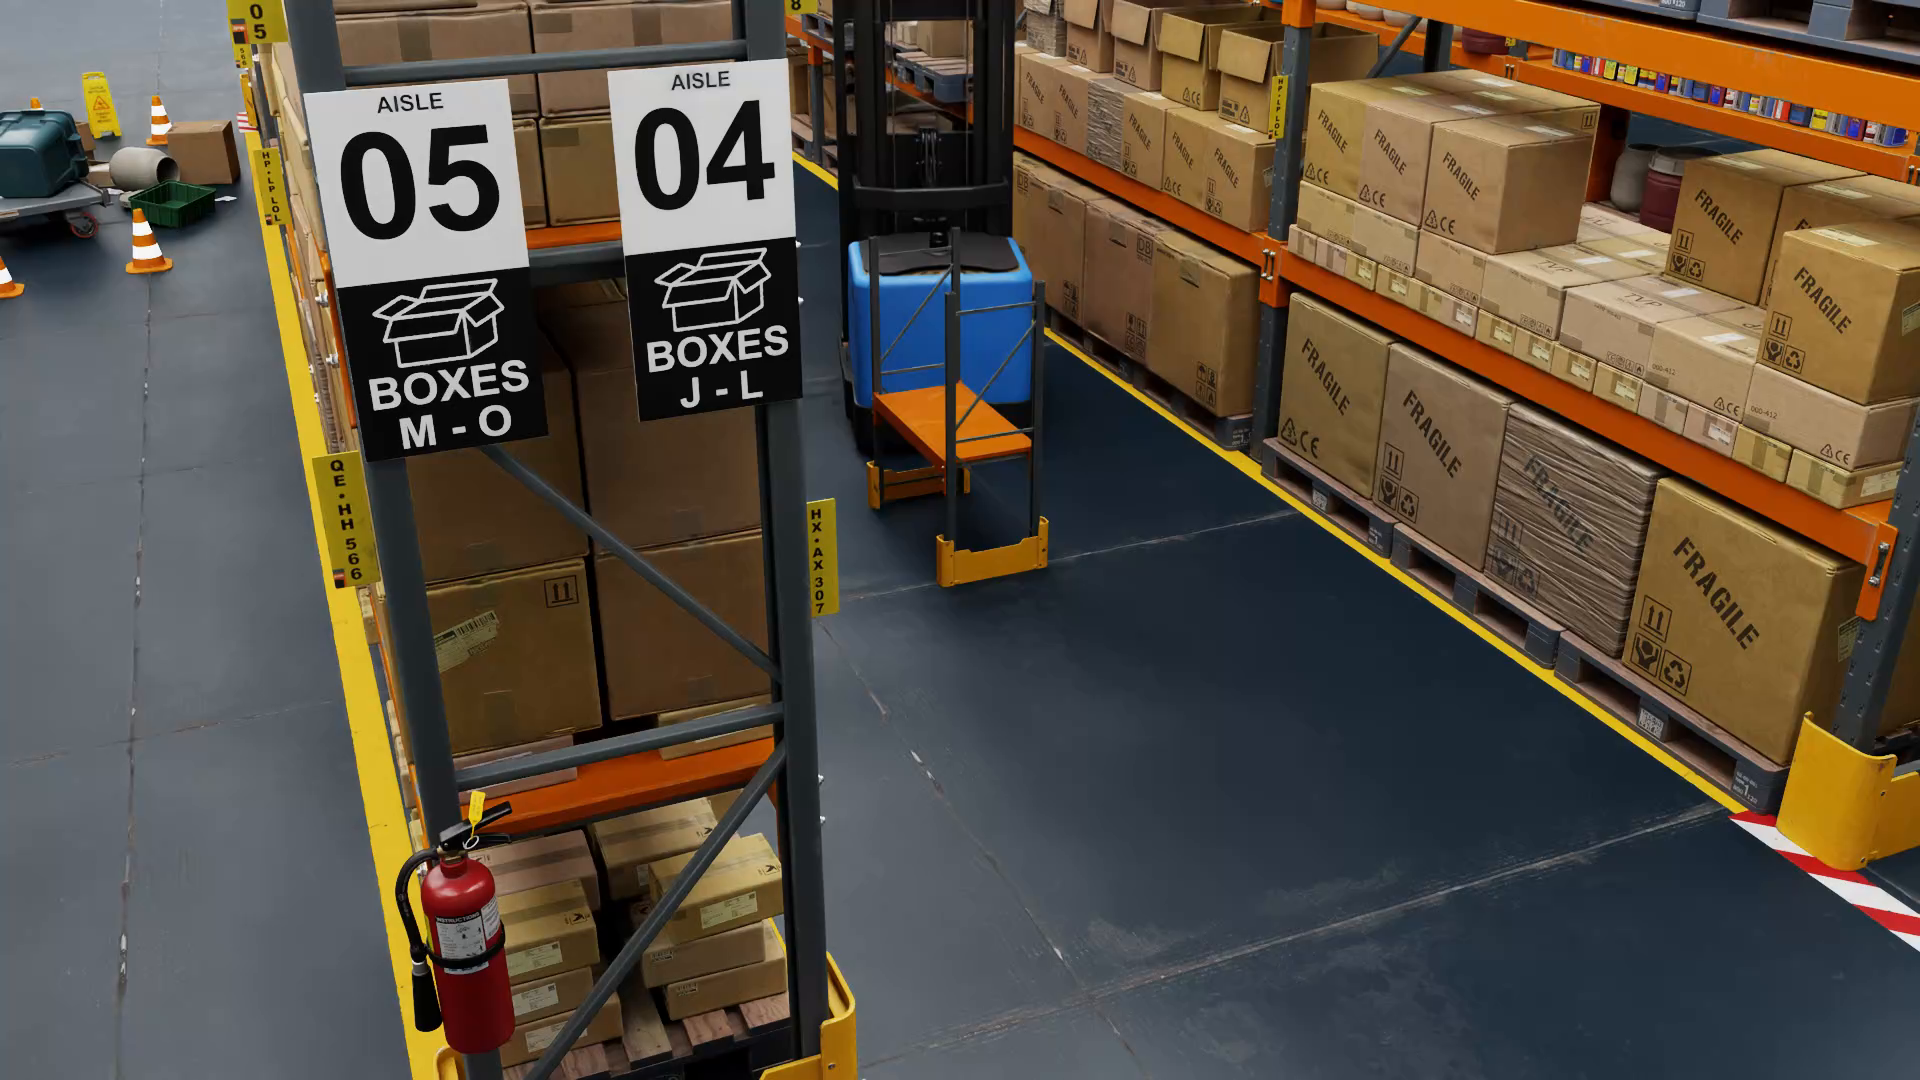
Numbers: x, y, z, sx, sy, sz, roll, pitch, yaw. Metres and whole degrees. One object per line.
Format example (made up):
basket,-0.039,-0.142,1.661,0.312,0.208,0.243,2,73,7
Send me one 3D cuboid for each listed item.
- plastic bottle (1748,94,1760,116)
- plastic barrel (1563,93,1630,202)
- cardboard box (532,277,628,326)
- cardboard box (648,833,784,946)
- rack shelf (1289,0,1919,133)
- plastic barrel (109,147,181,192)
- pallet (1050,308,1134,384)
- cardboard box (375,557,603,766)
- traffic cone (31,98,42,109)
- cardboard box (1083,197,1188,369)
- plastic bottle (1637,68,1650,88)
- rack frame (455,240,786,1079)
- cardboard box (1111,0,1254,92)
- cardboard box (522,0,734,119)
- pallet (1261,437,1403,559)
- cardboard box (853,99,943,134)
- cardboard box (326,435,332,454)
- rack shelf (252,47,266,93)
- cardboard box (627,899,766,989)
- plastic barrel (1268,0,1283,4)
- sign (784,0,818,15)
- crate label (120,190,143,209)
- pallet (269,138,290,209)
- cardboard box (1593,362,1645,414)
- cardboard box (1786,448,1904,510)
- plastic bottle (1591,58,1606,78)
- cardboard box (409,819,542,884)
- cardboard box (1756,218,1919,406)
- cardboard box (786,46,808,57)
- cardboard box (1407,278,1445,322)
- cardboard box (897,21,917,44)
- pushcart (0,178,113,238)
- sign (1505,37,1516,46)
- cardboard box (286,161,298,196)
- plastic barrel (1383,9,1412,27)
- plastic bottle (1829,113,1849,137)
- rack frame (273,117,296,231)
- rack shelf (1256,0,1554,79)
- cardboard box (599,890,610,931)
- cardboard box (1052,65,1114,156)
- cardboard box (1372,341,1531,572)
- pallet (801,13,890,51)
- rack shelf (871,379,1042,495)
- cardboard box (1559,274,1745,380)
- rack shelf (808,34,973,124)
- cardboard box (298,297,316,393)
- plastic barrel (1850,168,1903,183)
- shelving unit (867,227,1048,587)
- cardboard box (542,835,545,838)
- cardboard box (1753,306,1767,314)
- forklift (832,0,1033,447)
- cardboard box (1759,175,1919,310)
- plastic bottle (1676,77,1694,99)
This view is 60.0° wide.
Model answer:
plastic bottle,5.818,-3.207,12.126,0.097,0.201,0.097,0,26,0
plastic barrel,5.375,-3.379,14.247,0.600,0.830,0.708,-11,28,-21
cardboard box,-0.995,-0.526,4.815,0.500,0.500,0.500,-10,28,-19
cardboard box,-0.753,1.087,5.197,0.380,0.149,0.250,-12,28,-23
rack shelf,2.960,-2.112,7.057,1.077,0.370,4.000,-11,28,-21
plastic barrel,-7.415,-3.349,15.127,0.512,0.421,0.421,8,27,15
pallet,1.324,-1.433,11.445,1.003,0.211,1.213,-11,28,-21
cardboard box,-1.273,0.216,4.436,0.500,0.500,0.500,-10,28,-20
traffic cone,-9.398,-4.272,16.973,0.336,0.463,0.334,-11,28,-21
cardboard box,1.557,-1.744,10.846,1.225,0.875,0.875,-12,28,-22
plastic bottle,5.384,-3.687,13.029,0.097,0.271,0.097,0,26,0
rack frame,-0.857,0.531,4.243,0.949,2.616,0.053,-11,28,-21
cardboard box,1.403,-3.174,10.574,0.797,0.503,0.637,-10,28,-19
cardboard box,-0.797,-1.199,3.970,0.500,0.250,0.500,-10,28,-20
pallet,2.402,-0.321,9.167,1.003,0.211,1.213,-11,28,-21
cardboard box,-0.566,-3.751,15.361,0.700,0.500,0.500,-11,28,-21
cardboard box,-2.948,-0.404,8.529,0.500,0.500,0.500,-11,28,-22
rack shelf,-3.210,-2.915,8.703,1.077,0.370,4.000,-11,28,-21
cardboard box,-0.829,1.235,5.234,0.380,0.149,0.250,-9,28,-18
plastic barrel,3.474,-5.992,17.033,0.600,0.901,0.708,-11,28,-21
sign,-0.361,-1.302,3.583,0.100,0.325,0.005,-11,28,-21
crate label,-7.296,-3.021,14.781,0.250,0.136,0.298,13,29,24
pallet,-3.616,-2.342,10.347,1.213,0.211,1.003,-11,28,-21
cardboard box,2.899,-0.666,6.981,0.380,0.149,0.250,-11,28,-22
cardboard box,3.301,-0.254,6.137,0.380,0.149,0.250,-10,28,-20
plastic bottle,5.221,-3.887,13.435,0.152,0.276,0.135,-11,28,-21
cardboard box,-1.565,0.993,5.391,0.380,0.149,0.250,-11,28,-22
cardboard box,3.311,-0.834,6.017,0.500,0.500,0.500,-10,28,-20
cardboard box,-1.800,-5.058,18.061,0.500,0.500,0.500,-8,27,-16
cardboard box,2.398,-1.184,8.042,0.380,0.149,0.250,-11,28,-21
cardboard box,-0.291,-4.264,13.740,0.396,0.266,0.258,-11,28,-22
pushcart,-7.996,-2.655,13.757,1.648,0.377,0.936,-22,34,-38
sign,4.664,-4.336,14.026,0.100,0.325,0.005,-11,28,-21
cardboard box,-2.088,-1.071,5.933,0.500,0.500,0.500,-10,28,-20
plastic barrel,4.231,-5.141,15.706,0.433,0.535,0.433,0,26,0
plastic bottle,6.139,-2.941,11.496,0.152,0.276,0.135,-11,28,-21
rack frame,-2.427,-1.083,7.549,1.000,3.000,0.127,-11,28,-21
rack shelf,4.384,-4.844,16.073,1.077,0.370,4.000,-11,28,-21
cardboard box,-1.052,1.167,5.712,0.380,0.149,0.250,-10,28,-20
cardboard box,0.958,-2.897,11.151,0.500,0.500,0.500,-11,28,-22
cardboard box,2.714,-0.485,8.267,0.875,0.875,0.875,-11,28,-21
pallet,-0.791,-4.704,15.185,1.003,0.211,1.213,-11,28,-21
rack shelf,-0.033,-0.547,8.570,0.538,0.185,1.000,-11,28,-21
cardboard box,2.912,-0.906,7.019,0.500,0.250,0.500,-12,28,-22
rack shelf,-0.173,-3.993,14.330,1.077,0.370,4.000,-11,28,-21
cardboard box,-3.751,-1.231,10.224,0.500,0.500,0.500,-10,28,-20
plastic barrel,6.537,-2.214,11.778,0.600,0.901,0.708,-11,28,-21
shelving unit,-0.030,-0.705,8.484,0.587,1.500,1.083,-11,28,-21
cardboard box,-1.535,1.117,5.475,0.380,0.149,0.250,-12,28,-23
cardboard box,3.594,-0.795,6.791,0.500,0.250,0.500,-11,28,-21
forklift,-0.241,-2.477,10.483,1.130,2.935,3.031,-3,26,-6
cardboard box,3.608,-1.125,6.612,0.500,0.500,0.500,-11,28,-22
plastic bottle,5.583,-3.514,12.670,0.152,0.276,0.135,-11,28,-21
